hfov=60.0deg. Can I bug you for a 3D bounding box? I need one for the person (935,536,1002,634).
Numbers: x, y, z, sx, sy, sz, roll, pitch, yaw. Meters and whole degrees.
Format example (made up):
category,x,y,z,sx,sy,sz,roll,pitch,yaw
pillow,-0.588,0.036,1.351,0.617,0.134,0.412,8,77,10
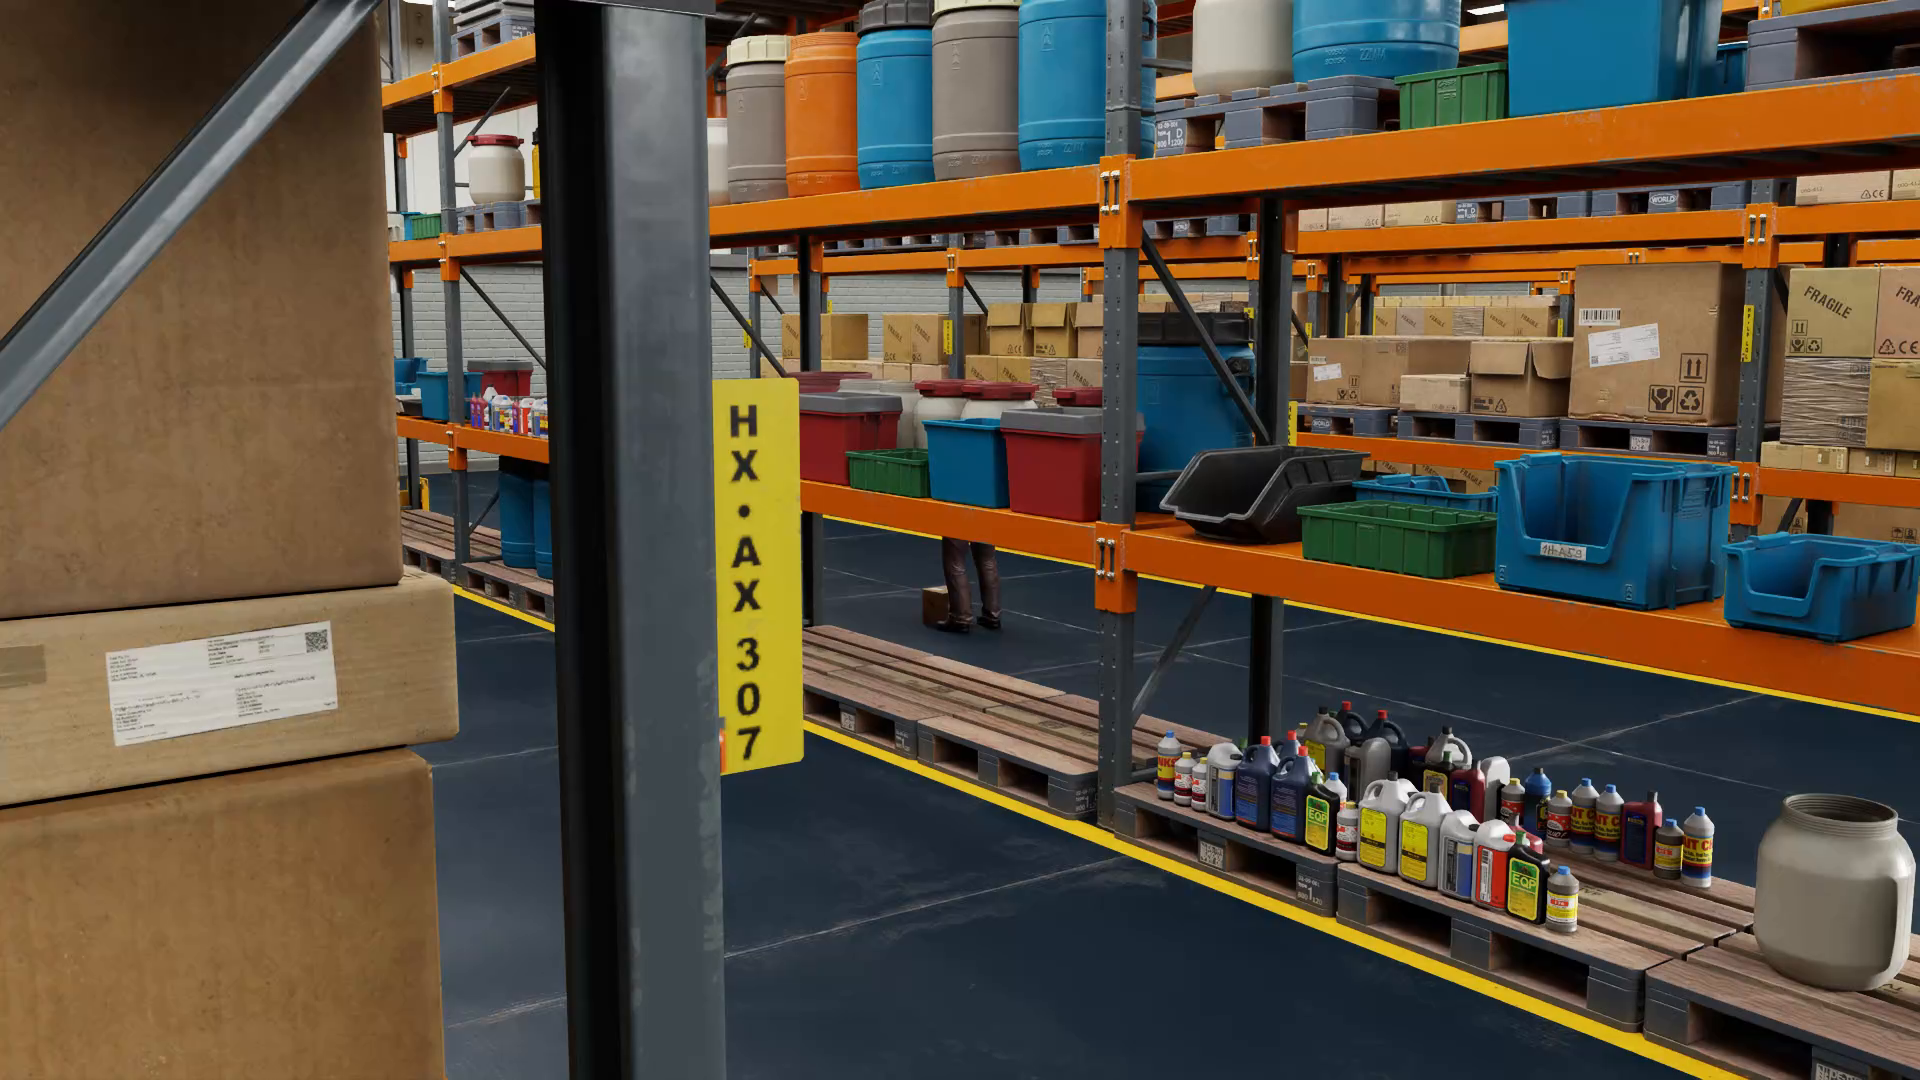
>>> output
category,x,y,z,sx,sy,sz,roll,pitch,yaw
person,0.079,-0.224,11.542,0.580,1.721,0.414,-6,10,-36
